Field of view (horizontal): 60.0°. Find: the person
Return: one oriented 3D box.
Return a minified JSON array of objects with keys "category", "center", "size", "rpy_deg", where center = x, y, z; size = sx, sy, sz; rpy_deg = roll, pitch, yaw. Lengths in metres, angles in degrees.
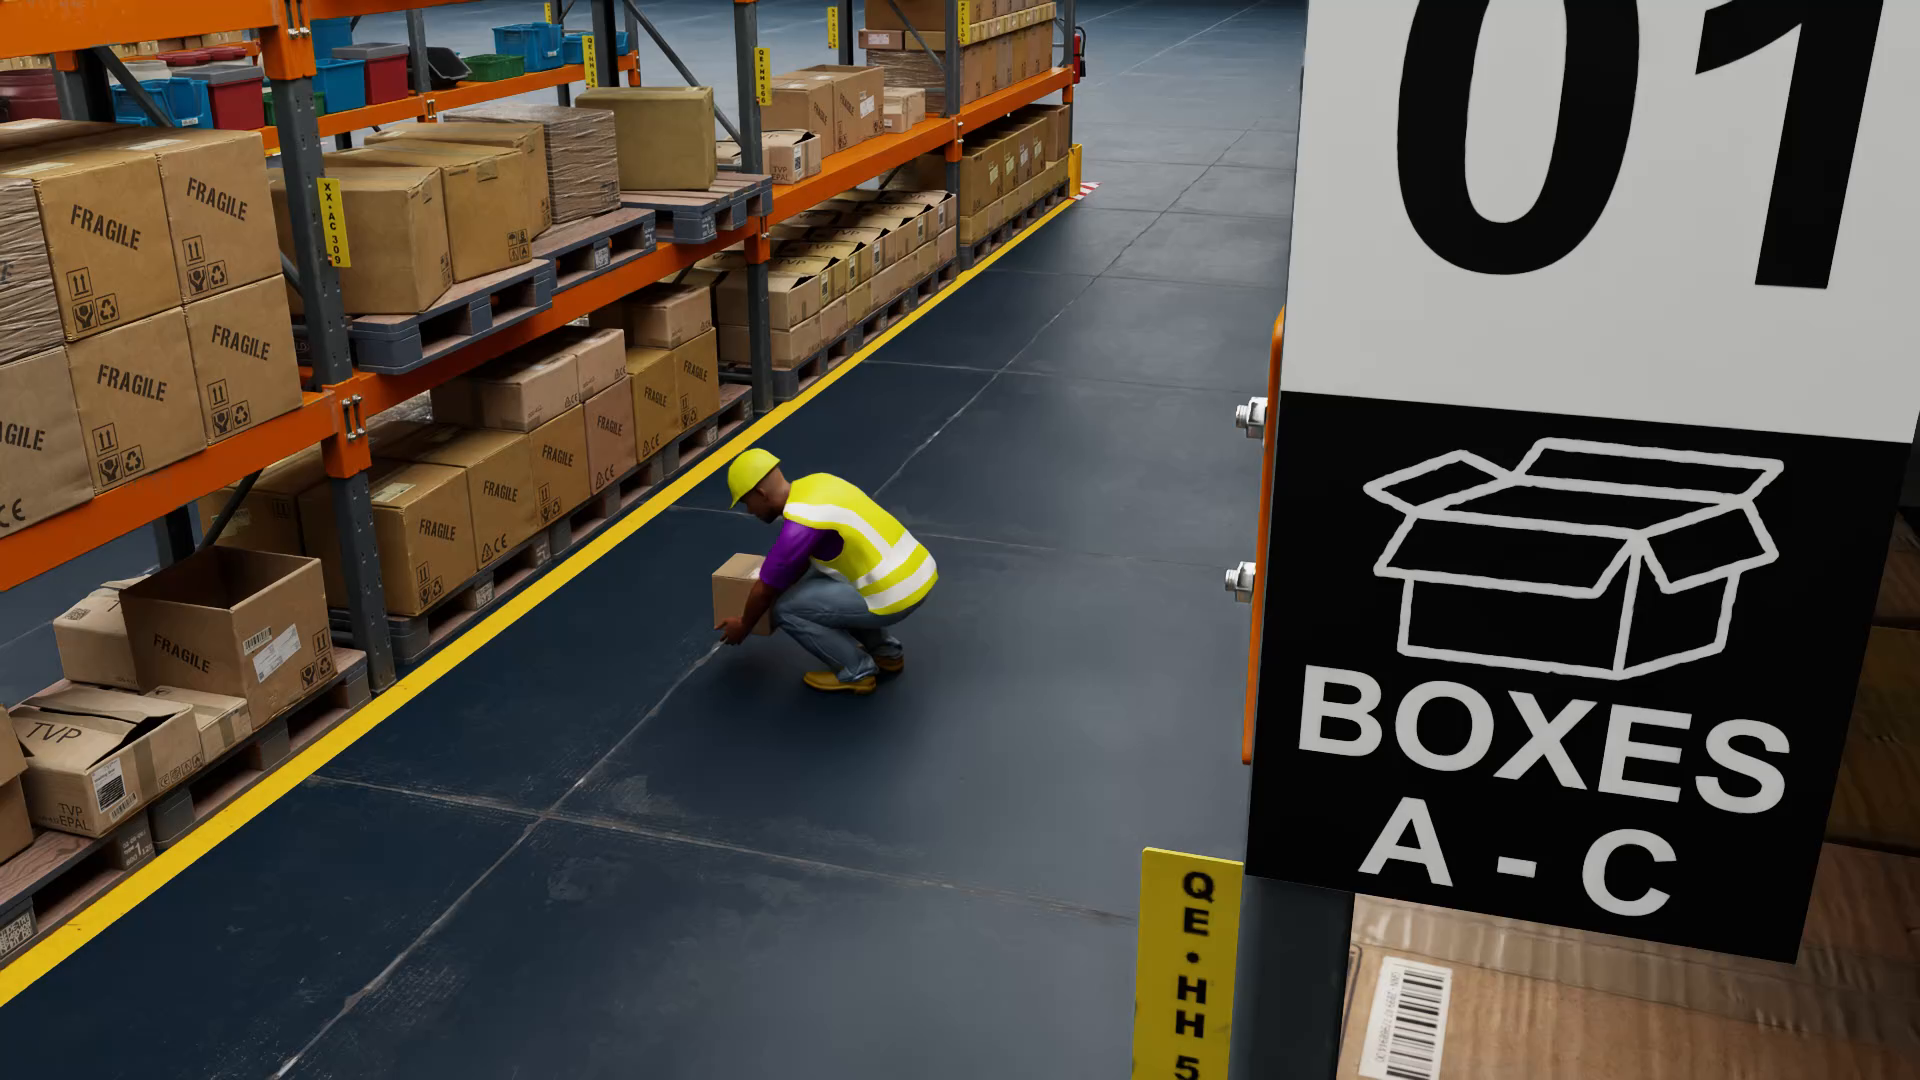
[{"category":"person","center":[-0.553,0.115,6.815],"size":[0.888,0.996,0.586],"rpy_deg":[6,23,16]}]
